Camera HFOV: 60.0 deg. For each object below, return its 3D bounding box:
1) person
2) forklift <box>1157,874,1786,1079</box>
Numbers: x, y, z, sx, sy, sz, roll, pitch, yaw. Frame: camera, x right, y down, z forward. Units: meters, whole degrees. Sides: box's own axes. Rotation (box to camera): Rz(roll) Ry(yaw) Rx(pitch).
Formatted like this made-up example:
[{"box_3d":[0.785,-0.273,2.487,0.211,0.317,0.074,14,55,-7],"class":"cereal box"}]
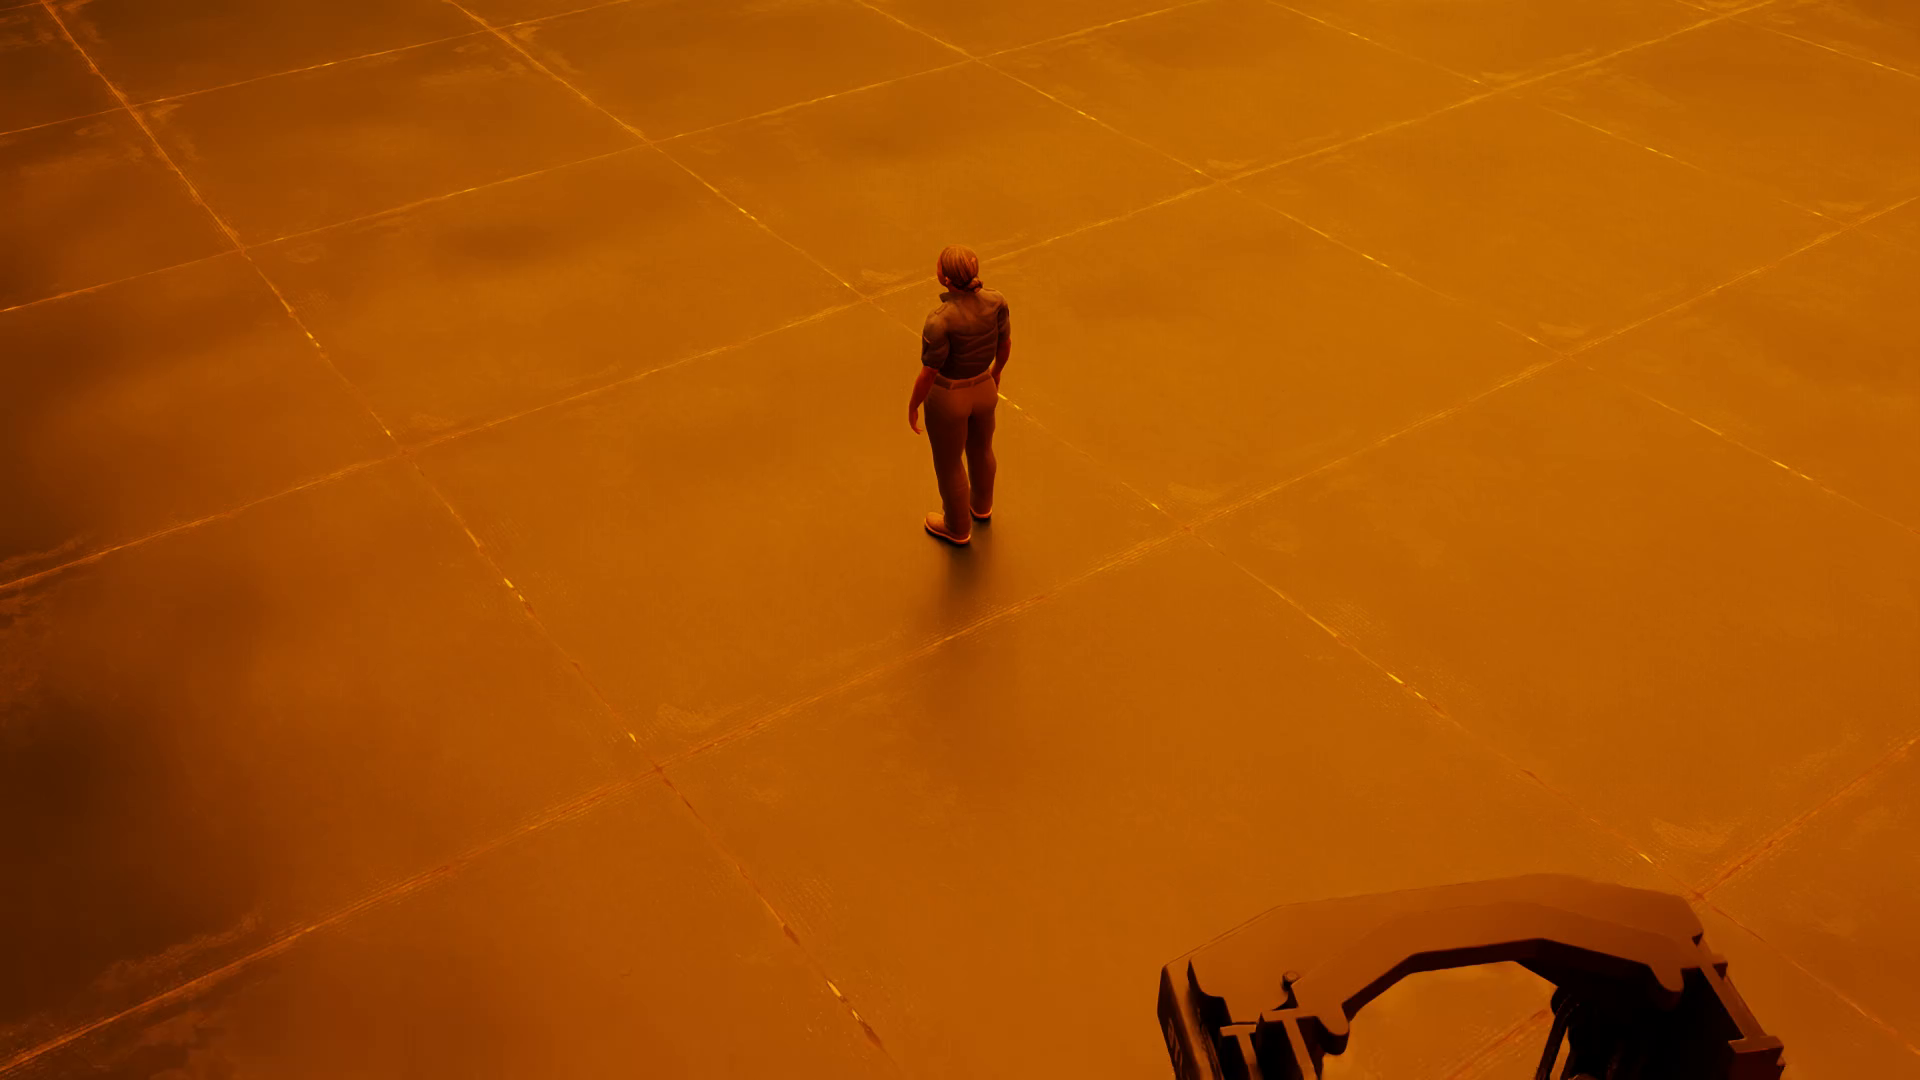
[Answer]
[{"box_3d":[-0.034,-0.720,7.980,0.569,1.654,0.504,-23,42,-28],"class":"person"},{"box_3d":[0.901,2.158,3.026,1.130,2.935,3.031,-5,37,-7],"class":"forklift"}]
